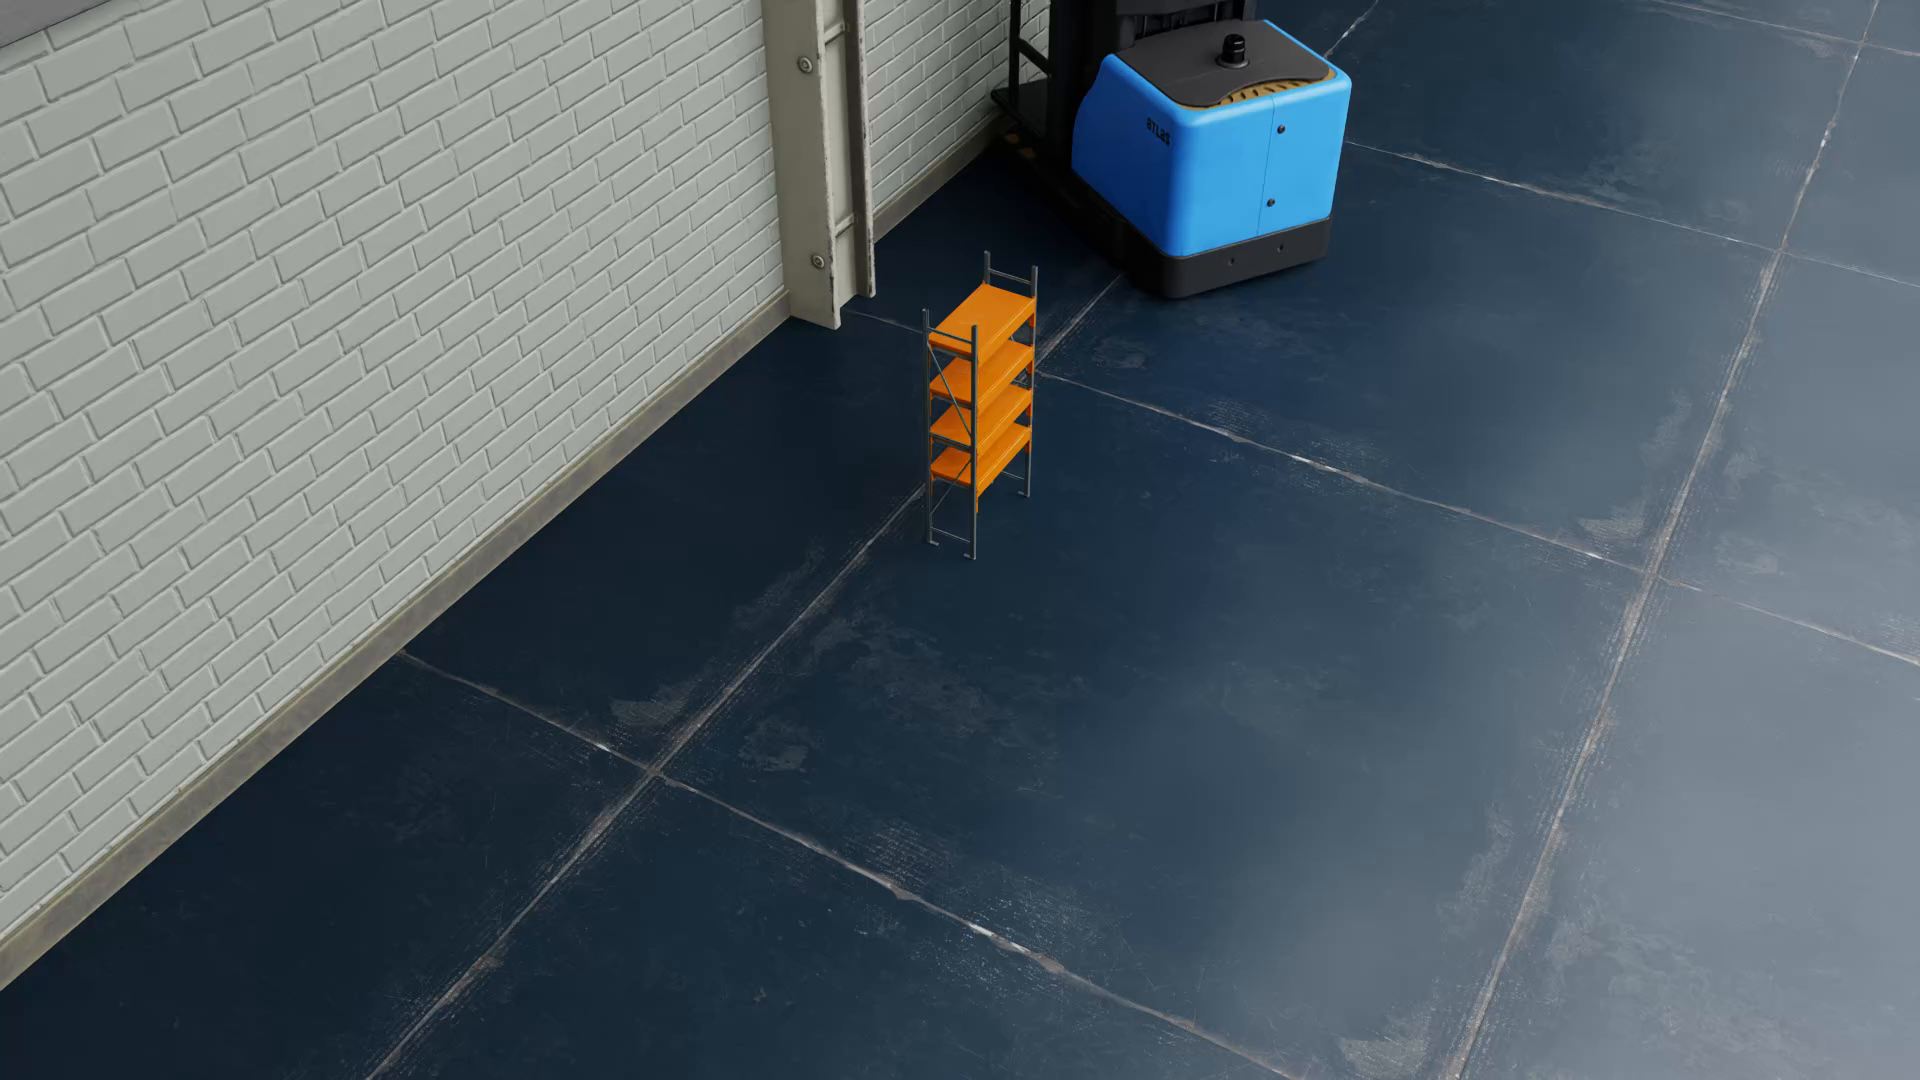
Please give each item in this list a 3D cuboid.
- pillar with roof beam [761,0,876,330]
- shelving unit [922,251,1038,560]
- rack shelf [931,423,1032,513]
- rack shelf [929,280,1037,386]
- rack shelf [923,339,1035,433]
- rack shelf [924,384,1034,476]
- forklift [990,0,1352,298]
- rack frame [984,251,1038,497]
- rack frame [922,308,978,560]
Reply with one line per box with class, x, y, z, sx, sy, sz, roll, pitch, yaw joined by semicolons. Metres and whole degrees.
pillar with roof beam;3.057;-3.187;4.060;9.100;9.000;0.400;21;45;22
shelving unit;0.083;-0.545;6.961;0.258;1.200;0.503;21;45;22
rack shelf;0.083;-0.345;7.137;0.258;0.148;0.480;21;45;22
rack shelf;0.083;-0.840;6.701;0.258;0.148;0.480;21;45;22
rack shelf;0.083;-0.662;6.858;0.258;0.148;0.480;21;45;22
rack shelf;0.083;-0.495;7.005;0.258;0.148;0.480;21;45;22
forklift;0.866;-3.318;8.800;1.130;2.935;3.031;-18;44;-19
rack frame;0.205;-0.685;7.120;0.240;1.200;0.015;21;45;22
rack frame;-0.039;-0.405;6.802;0.240;1.200;0.015;21;45;22
